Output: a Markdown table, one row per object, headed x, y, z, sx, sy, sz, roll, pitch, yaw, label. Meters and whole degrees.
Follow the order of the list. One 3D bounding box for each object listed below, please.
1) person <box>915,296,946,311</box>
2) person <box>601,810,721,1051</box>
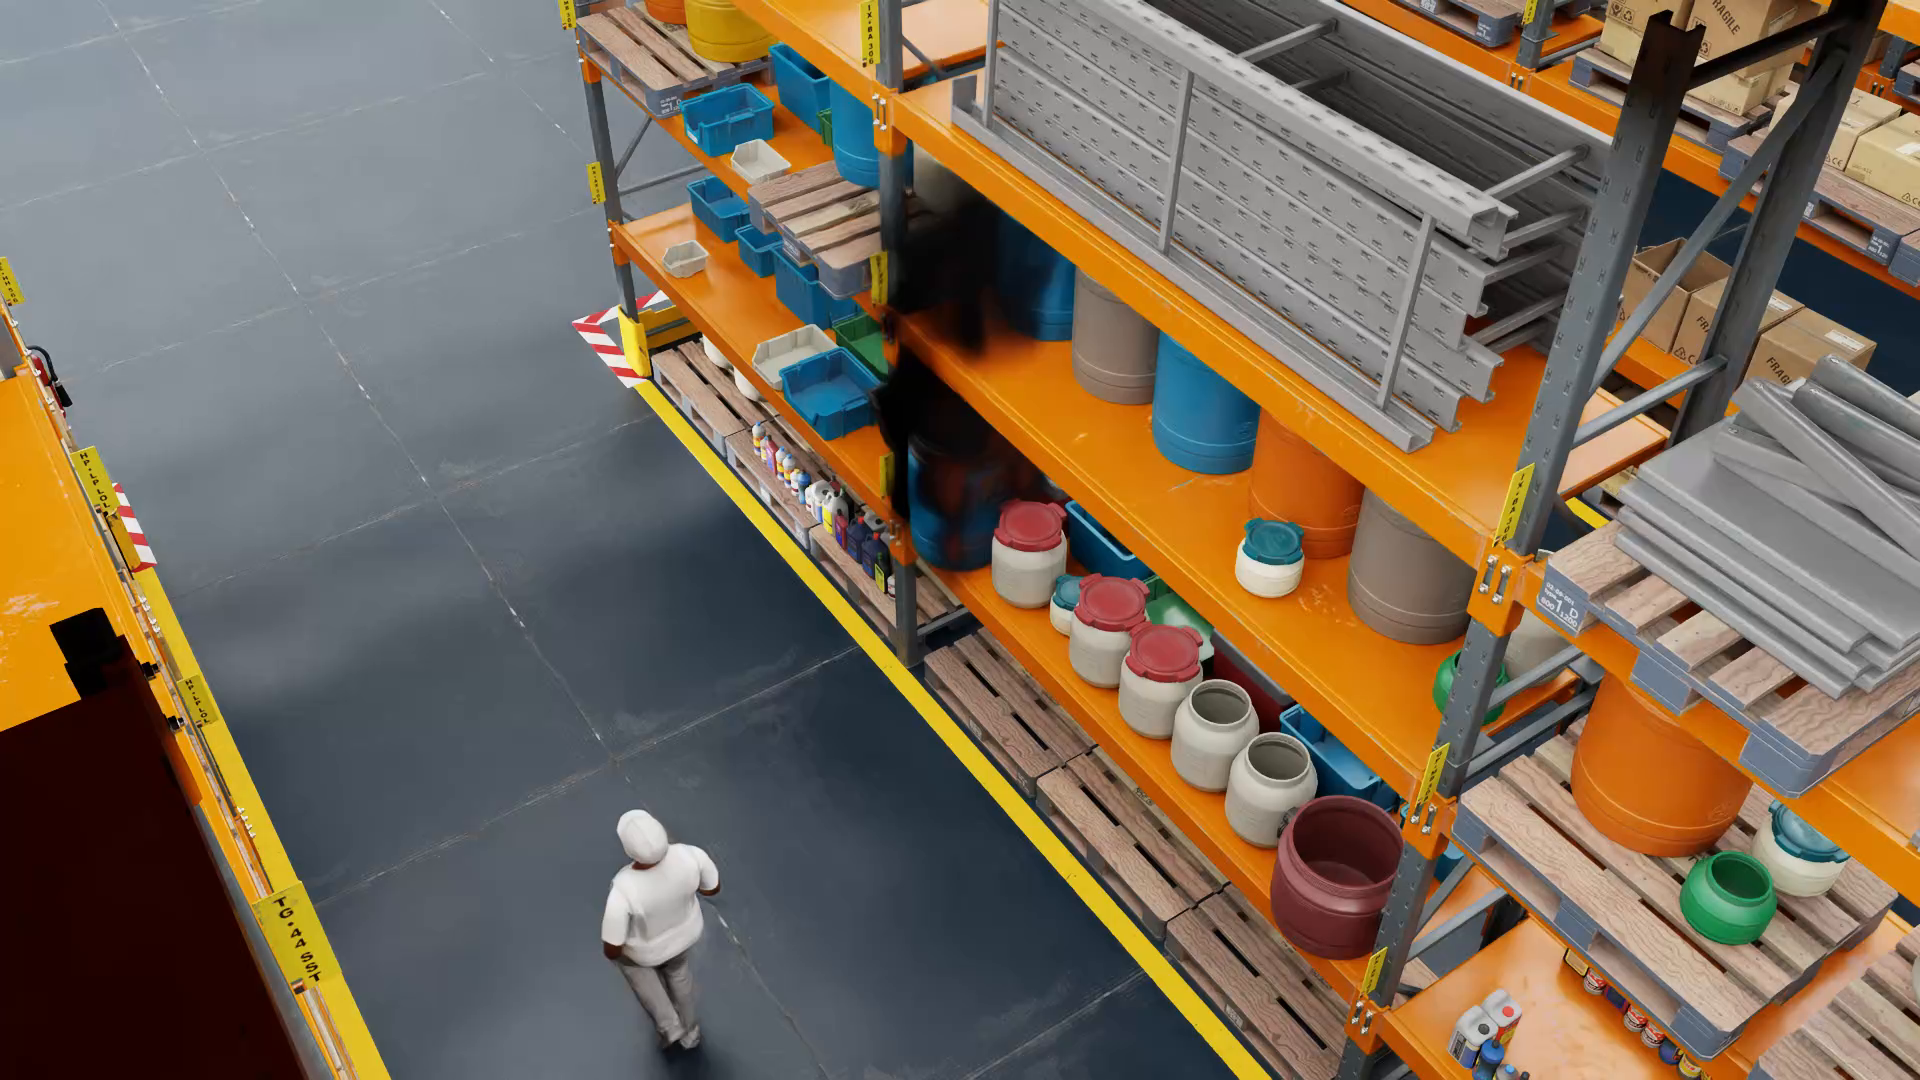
| x | y | z | sx | sy | sz | roll | pitch | yaw | label |
| --- | --- | --- | --- | --- | --- | --- | --- | --- | --- |
| -0.315 | -2.277 | 13.026 | 0.609 | 1.631 | 0.502 | -19 | 46 | -19 | person |
| -1.531 | 1.946 | 8.368 | 0.674 | 1.719 | 0.569 | -26 | 49 | -25 | person |
